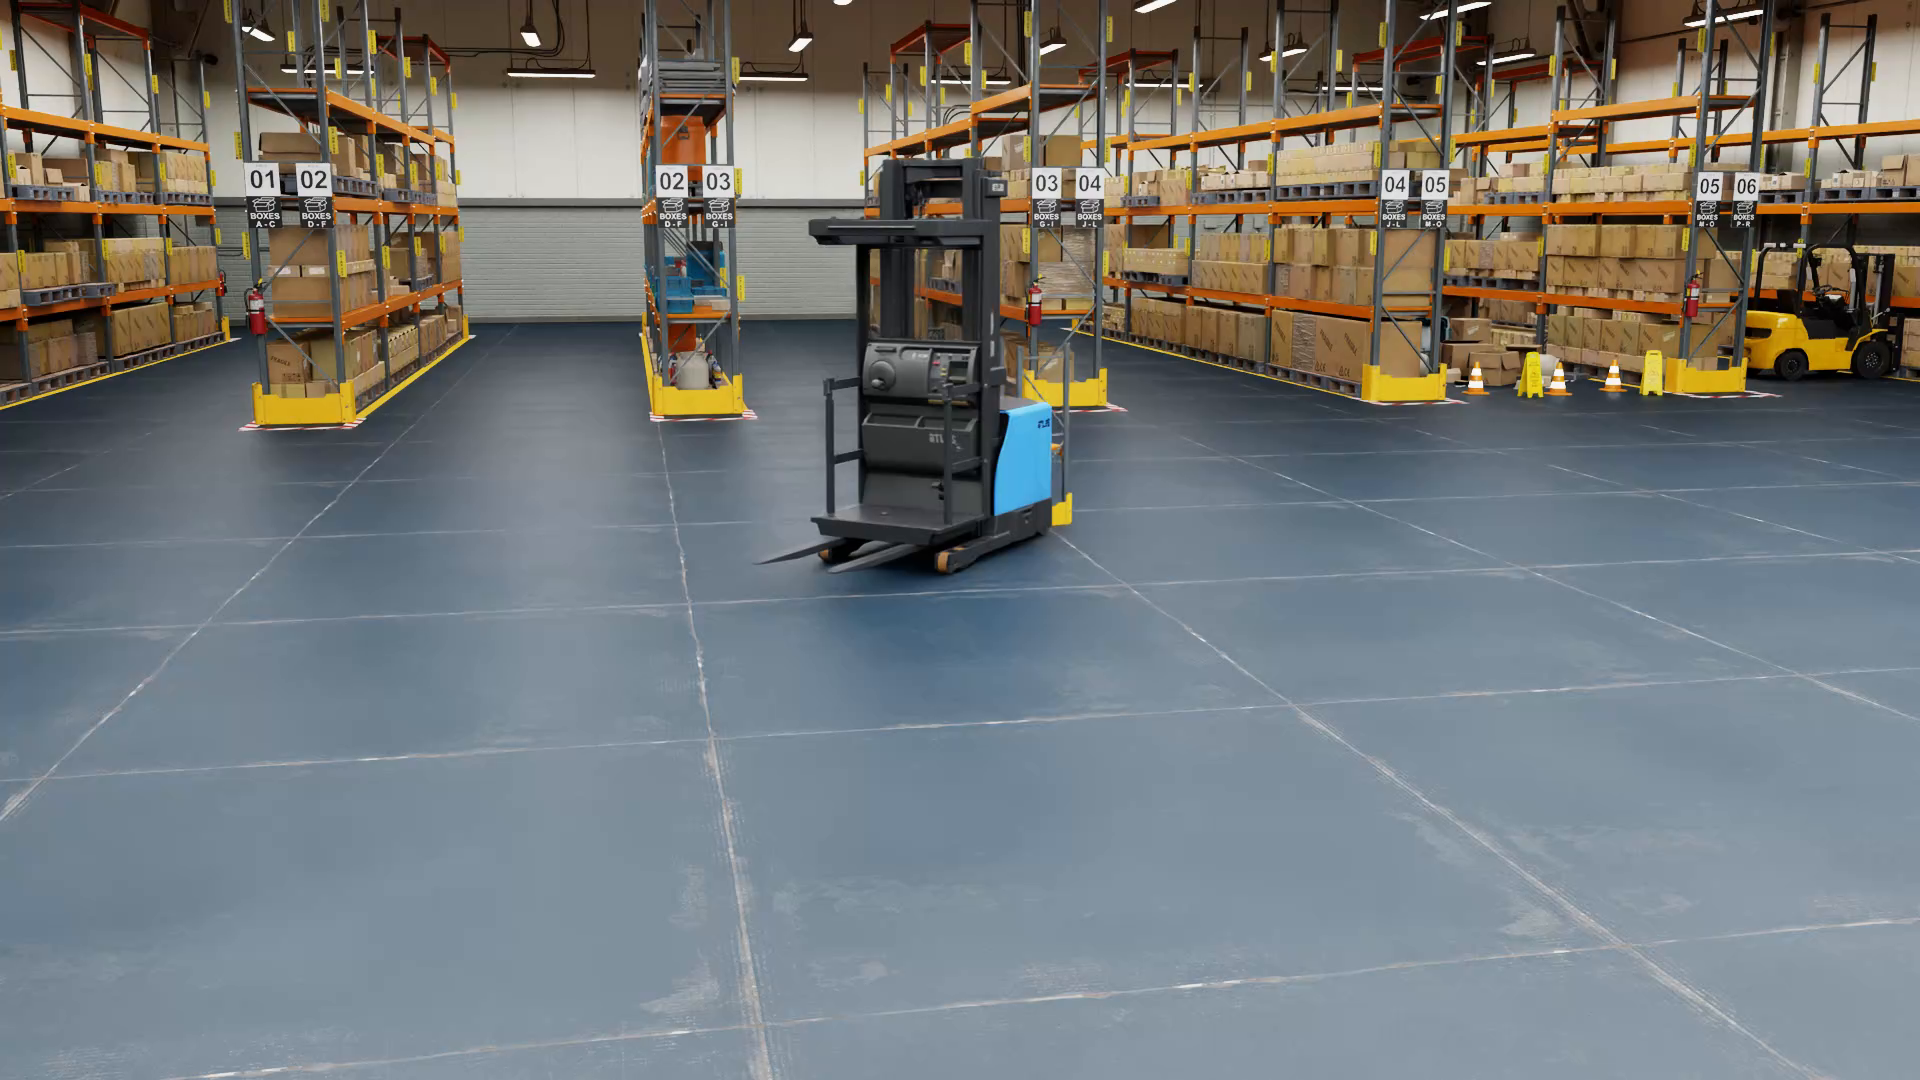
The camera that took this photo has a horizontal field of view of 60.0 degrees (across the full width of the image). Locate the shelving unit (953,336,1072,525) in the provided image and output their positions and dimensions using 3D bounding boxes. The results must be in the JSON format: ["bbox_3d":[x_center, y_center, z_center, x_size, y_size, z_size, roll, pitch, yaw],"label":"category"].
[{"bbox_3d":[0.416,-0.938,14.114,0.587,1.500,1.083,-6,12,-30],"label":"shelving unit"}]

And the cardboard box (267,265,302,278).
[{"bbox_3d":[-8.534,-3.399,21.032,0.380,0.149,0.250,-2,11,-12],"label":"cardboard box"}]

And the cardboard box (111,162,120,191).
[{"bbox_3d":[-15.195,-6.368,29.165,0.700,0.500,0.500,-2,11,-11],"label":"cardboard box"}]

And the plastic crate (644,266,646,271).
[{"bbox_3d":[-6.672,-5.852,36.206,0.416,0.233,0.300,-2,11,-11],"label":"plastic crate"}]

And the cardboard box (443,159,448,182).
[{"bbox_3d":[-11.269,-7.823,35.313,0.700,0.500,0.500,-2,11,-11],"label":"cardboard box"}]

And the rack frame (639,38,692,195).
[{"bbox_3d":[-5.747,-8.296,32.715,1.000,3.000,0.127,-2,11,-11],"label":"rack frame"}]

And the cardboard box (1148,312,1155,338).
[{"bbox_3d":[4.099,-4.331,33.493,0.500,0.500,0.500,-2,11,-10],"label":"cardboard box"}]

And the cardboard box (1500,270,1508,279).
[{"bbox_3d":[9.845,-4.731,29.578,0.380,0.149,0.250,-2,11,-11],"label":"cardboard box"}]

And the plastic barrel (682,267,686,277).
[{"bbox_3d":[-4.478,-4.412,28.055,0.421,0.512,0.421,0,11,0],"label":"plastic barrel"}]

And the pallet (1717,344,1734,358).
[{"bbox_3d":[14.834,-3.591,31.500,1.003,0.211,1.213,-2,11,-11],"label":"pallet"}]

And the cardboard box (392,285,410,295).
[{"bbox_3d":[-9.383,-4.157,27.689,0.380,0.149,0.250,-2,11,-11],"label":"cardboard box"}]

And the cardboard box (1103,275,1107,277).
[{"bbox_3d":[3.336,-5.895,36.820,0.380,0.149,0.250,-2,11,-10],"label":"cardboard box"}]

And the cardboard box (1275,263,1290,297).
[{"bbox_3d":[5.636,-4.230,26.997,0.875,0.550,0.550,-2,11,-11],"label":"cardboard box"}]

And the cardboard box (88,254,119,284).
[{"bbox_3d":[-14.530,-4.558,28.007,0.500,0.500,0.500,-2,11,-9],"label":"cardboard box"}]

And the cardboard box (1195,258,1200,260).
[{"bbox_3d":[4.767,-5.381,32.197,0.380,0.149,0.250,-2,11,-13],"label":"cardboard box"}]

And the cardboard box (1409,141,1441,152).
[{"bbox_3d":[6.577,-5.560,23.512,0.380,0.149,0.250,-2,11,-10],"label":"cardboard box"}]

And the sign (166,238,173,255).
[{"bbox_3d":[-14.935,-5.540,31.396,0.100,0.325,0.005,-2,11,-11],"label":"sign"}]

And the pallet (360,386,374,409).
[{"bbox_3d":[-8.696,-1.961,22.933,1.003,0.211,1.213,-2,11,-11],"label":"pallet"}]

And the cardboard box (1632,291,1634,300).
[{"bbox_3d":[10.705,-3.814,25.886,0.380,0.149,0.250,-2,11,-10],"label":"cardboard box"}]

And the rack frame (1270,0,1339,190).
[{"bbox_3d":[5.552,-7.171,26.803,1.000,3.000,0.127,-2,11,-11],"label":"rack frame"}]

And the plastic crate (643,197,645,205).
[{"bbox_3d":[-6.126,-6.785,33.366,0.450,0.188,0.662,-2,11,-11],"label":"plastic crate"}]

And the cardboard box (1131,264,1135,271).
[{"bbox_3d":[3.726,-5.588,34.082,0.380,0.149,0.250,-2,11,-11],"label":"cardboard box"}]

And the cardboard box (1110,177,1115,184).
[{"bbox_3d":[3.456,-7.770,35.975,0.380,0.149,0.250,-3,11,-13],"label":"cardboard box"}]

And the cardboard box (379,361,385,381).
[{"bbox_3d":[-8.746,-2.481,24.437,0.500,0.250,0.500,-2,11,-11],"label":"cardboard box"}]

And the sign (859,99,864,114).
[{"bbox_3d":[-2.212,-9.727,37.314,0.100,0.325,0.005,-2,11,-11],"label":"sign"}]

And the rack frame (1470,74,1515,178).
[{"bbox_3d":[12.922,-9.751,40.362,1.000,3.000,0.127,-2,11,-11],"label":"rack frame"}]

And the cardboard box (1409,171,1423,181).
[{"bbox_3d":[6.578,-5.170,23.596,0.380,0.149,0.250,-2,11,-11],"label":"cardboard box"}]

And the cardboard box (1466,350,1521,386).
[{"bbox_3d":[8.341,-2.692,25.995,0.637,0.503,0.797,9,14,38],"label":"cardboard box"}]

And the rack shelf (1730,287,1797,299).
[{"bbox_3d":[14.867,-4.617,31.354,1.077,0.370,4.000,-2,11,-11],"label":"rack shelf"}]

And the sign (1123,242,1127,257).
[{"bbox_3d":[3.465,-6.095,34.881,0.100,0.325,0.005,-2,11,-11],"label":"sign"}]

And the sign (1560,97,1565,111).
[{"bbox_3d":[13.164,-9.499,36.326,0.100,0.325,0.005,-2,11,-11],"label":"sign"}]

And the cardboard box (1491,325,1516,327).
[{"bbox_3d":[9.861,-3.832,31.212,0.950,0.372,0.625,-2,11,-12],"label":"cardboard box"}]

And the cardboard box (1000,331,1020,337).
[{"bbox_3d":[0.569,-3.163,27.302,0.700,0.500,0.500,-3,11,-15],"label":"cardboard box"}]

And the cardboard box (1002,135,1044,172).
[{"bbox_3d":[0.896,-5.517,23.740,0.500,0.500,0.500,-2,11,-11],"label":"cardboard box"}]

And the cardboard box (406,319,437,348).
[{"bbox_3d":[-9.943,-3.801,30.655,0.500,0.500,0.500,-3,11,-13],"label":"cardboard box"}]

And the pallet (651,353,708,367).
[{"bbox_3d":[-4.857,-3.102,28.929,1.003,0.211,1.213,-2,11,-11],"label":"pallet"}]

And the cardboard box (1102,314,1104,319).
[{"bbox_3d":[3.382,-5.032,37.320,0.380,0.149,0.250,-2,11,-8],"label":"cardboard box"}]

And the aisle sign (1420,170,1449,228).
[{"bbox_3d":[6.638,-4.765,23.256,0.394,0.787,0.004,-2,11,-11],"label":"aisle sign"}]

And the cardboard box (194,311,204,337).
[{"bbox_3d":[-15.813,-4.392,33.810,0.700,0.500,0.500,-2,11,-13],"label":"cardboard box"}]

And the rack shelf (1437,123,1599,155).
[{"bbox_3d":[9.999,-7.186,29.878,1.077,0.370,4.000,-2,11,-11],"label":"rack shelf"}]

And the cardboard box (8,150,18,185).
[{"bbox_3d":[-13.937,-5.353,23.888,0.500,0.500,0.500,-1,11,-3],"label":"cardboard box"}]

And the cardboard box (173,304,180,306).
[{"bbox_3d":[-15.981,-4.678,33.577,0.380,0.149,0.250,-2,11,-10],"label":"cardboard box"}]

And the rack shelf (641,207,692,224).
[{"bbox_3d":[-6.136,-6.836,34.990,1.077,0.370,4.000,-2,11,-11],"label":"rack shelf"}]

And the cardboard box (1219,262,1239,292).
[{"bbox_3d":[4.891,-4.637,29.269,0.500,0.500,0.500,-2,11,-12],"label":"cardboard box"}]

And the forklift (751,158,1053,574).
[{"bbox_3d":[-0.397,-1.288,12.123,1.130,2.935,3.031,6,12,28],"label":"forklift"}]

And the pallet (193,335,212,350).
[{"bbox_3d":[-15.777,-3.985,33.570,1.003,0.211,1.213,-2,11,-11],"label":"pallet"}]

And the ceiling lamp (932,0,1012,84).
[{"bbox_3d":[0.298,-12.662,40.041,2.000,3.185,0.800,-2,11,-11],"label":"ceiling lamp"}]

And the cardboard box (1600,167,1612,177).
[{"bbox_3d":[10.436,-5.857,26.465,0.380,0.149,0.250,-2,11,-12],"label":"cardboard box"}]

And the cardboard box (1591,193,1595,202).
[{"bbox_3d":[10.411,-5.518,26.814,0.380,0.149,0.250,-2,11,-13],"label":"cardboard box"}]

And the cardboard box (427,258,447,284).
[{"bbox_3d":[-10.439,-5.322,32.867,0.500,0.500,0.500,-2,11,-10],"label":"cardboard box"}]

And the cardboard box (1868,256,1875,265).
[{"bbox_3d":[15.281,-4.667,27.693,0.380,0.149,0.250,-2,11,-13],"label":"cardboard box"}]

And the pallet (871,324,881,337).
[{"bbox_3d":[-1.434,-4.749,37.582,1.003,0.211,1.213,-2,11,-11],"label":"pallet"}]

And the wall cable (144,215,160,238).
[{"bbox_3d":[-17.420,-6.422,36.196,0.084,1.984,1.851,-2,11,-11],"label":"wall cable"}]

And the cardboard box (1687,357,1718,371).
[{"bbox_3d":[11.280,-2.702,25.601,0.500,0.250,0.500,-2,11,-11],"label":"cardboard box"}]
